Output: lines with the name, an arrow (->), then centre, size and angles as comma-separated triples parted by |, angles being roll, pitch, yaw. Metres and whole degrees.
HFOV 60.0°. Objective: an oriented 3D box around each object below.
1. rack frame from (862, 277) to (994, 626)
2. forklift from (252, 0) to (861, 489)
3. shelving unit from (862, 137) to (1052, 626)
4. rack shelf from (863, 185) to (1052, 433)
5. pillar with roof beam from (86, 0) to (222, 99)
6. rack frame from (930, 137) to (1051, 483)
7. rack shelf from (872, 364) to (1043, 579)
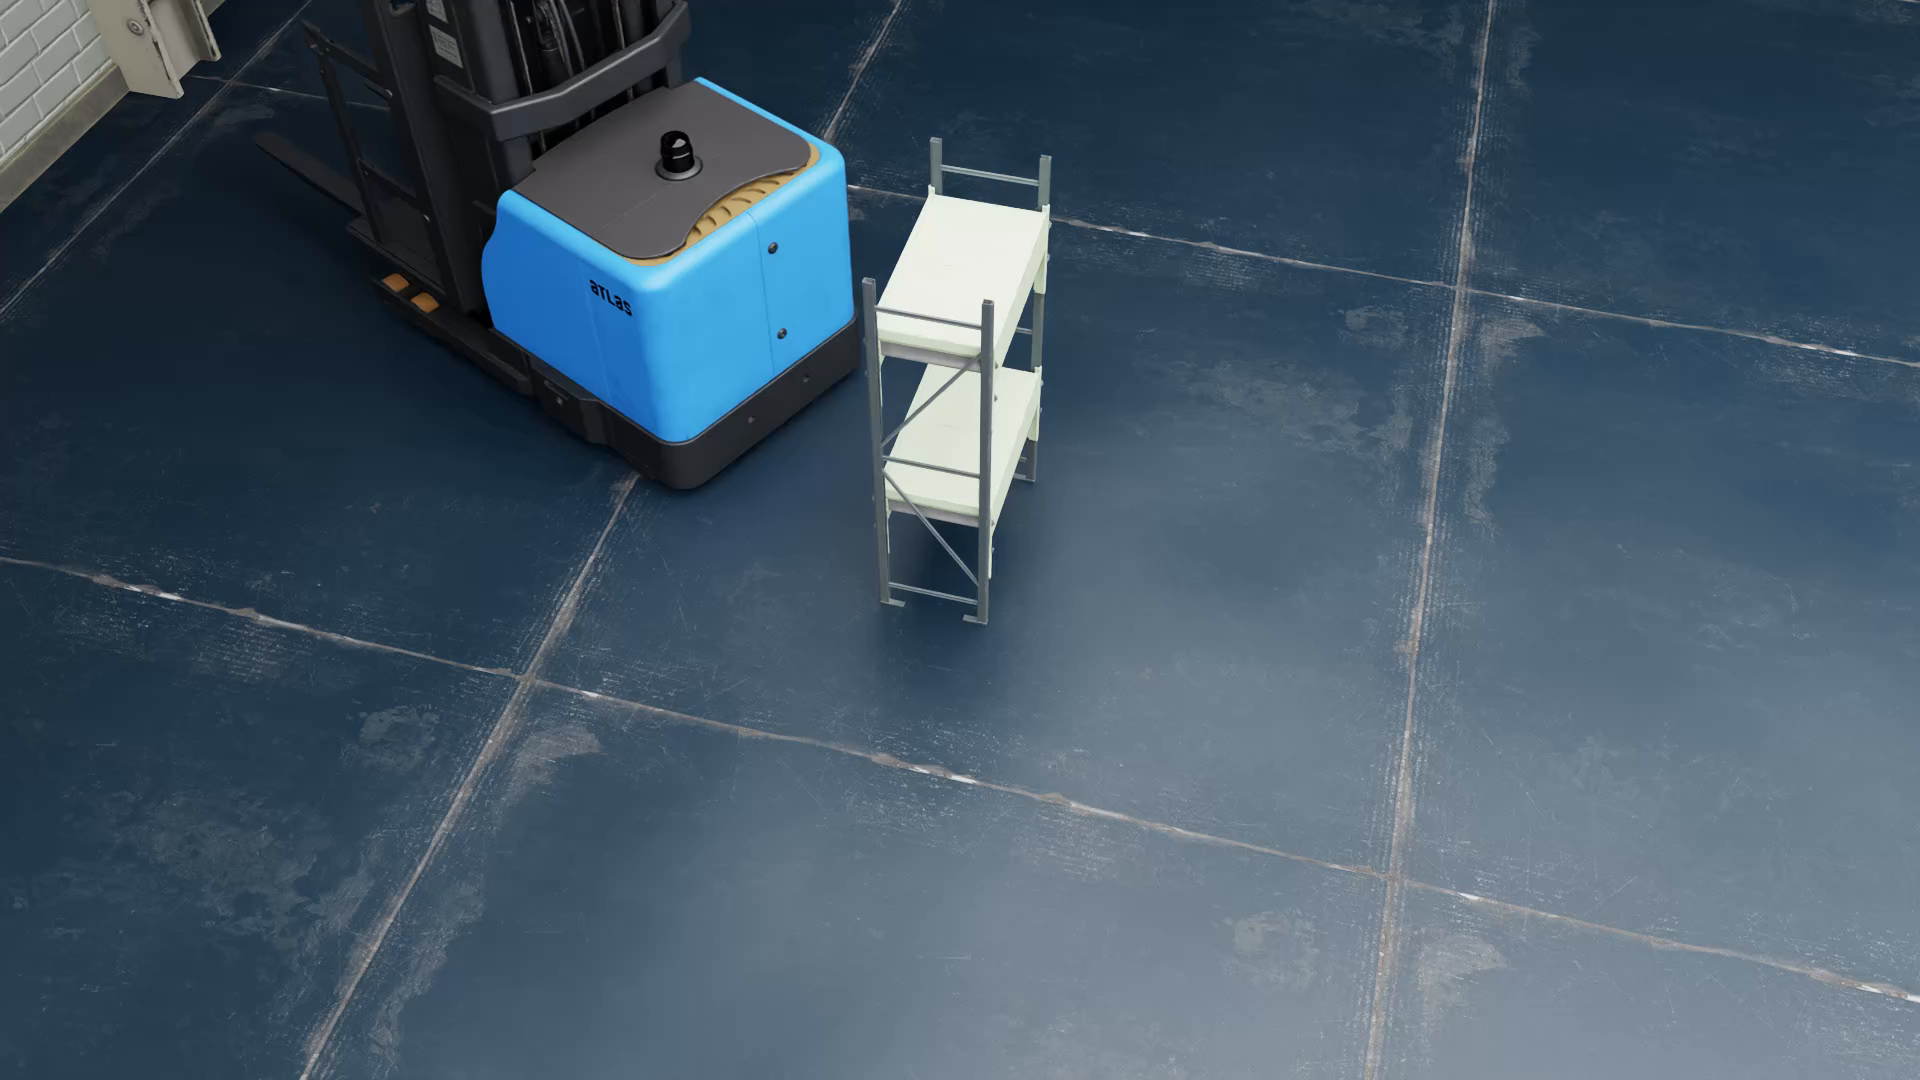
rack frame -> -0.095, -0.236, 5.458 | 0.400, 1.500, 0.023 | 12, 50, 10
forklift -> -1.857, -2.116, 6.163 | 3.031, 2.935, 1.130 | 32, 56, 25
shelving unit -> 0.002, -0.501, 5.692 | 0.431, 1.500, 0.755 | 12, 50, 10
rack shelf -> 0.002, -0.759, 5.399 | 0.431, 0.370, 0.720 | 12, 50, 10
pillar with roof beam -> 0.221, -4.466, 4.190 | 9.100, 9.000, 0.400 | 12, 50, 10
rack frame -> 0.098, -0.766, 5.926 | 0.400, 1.500, 0.023 | 12, 50, 10
rack shelf -> 0.002, -0.285, 5.936 | 0.431, 0.370, 0.720 | 12, 50, 10
